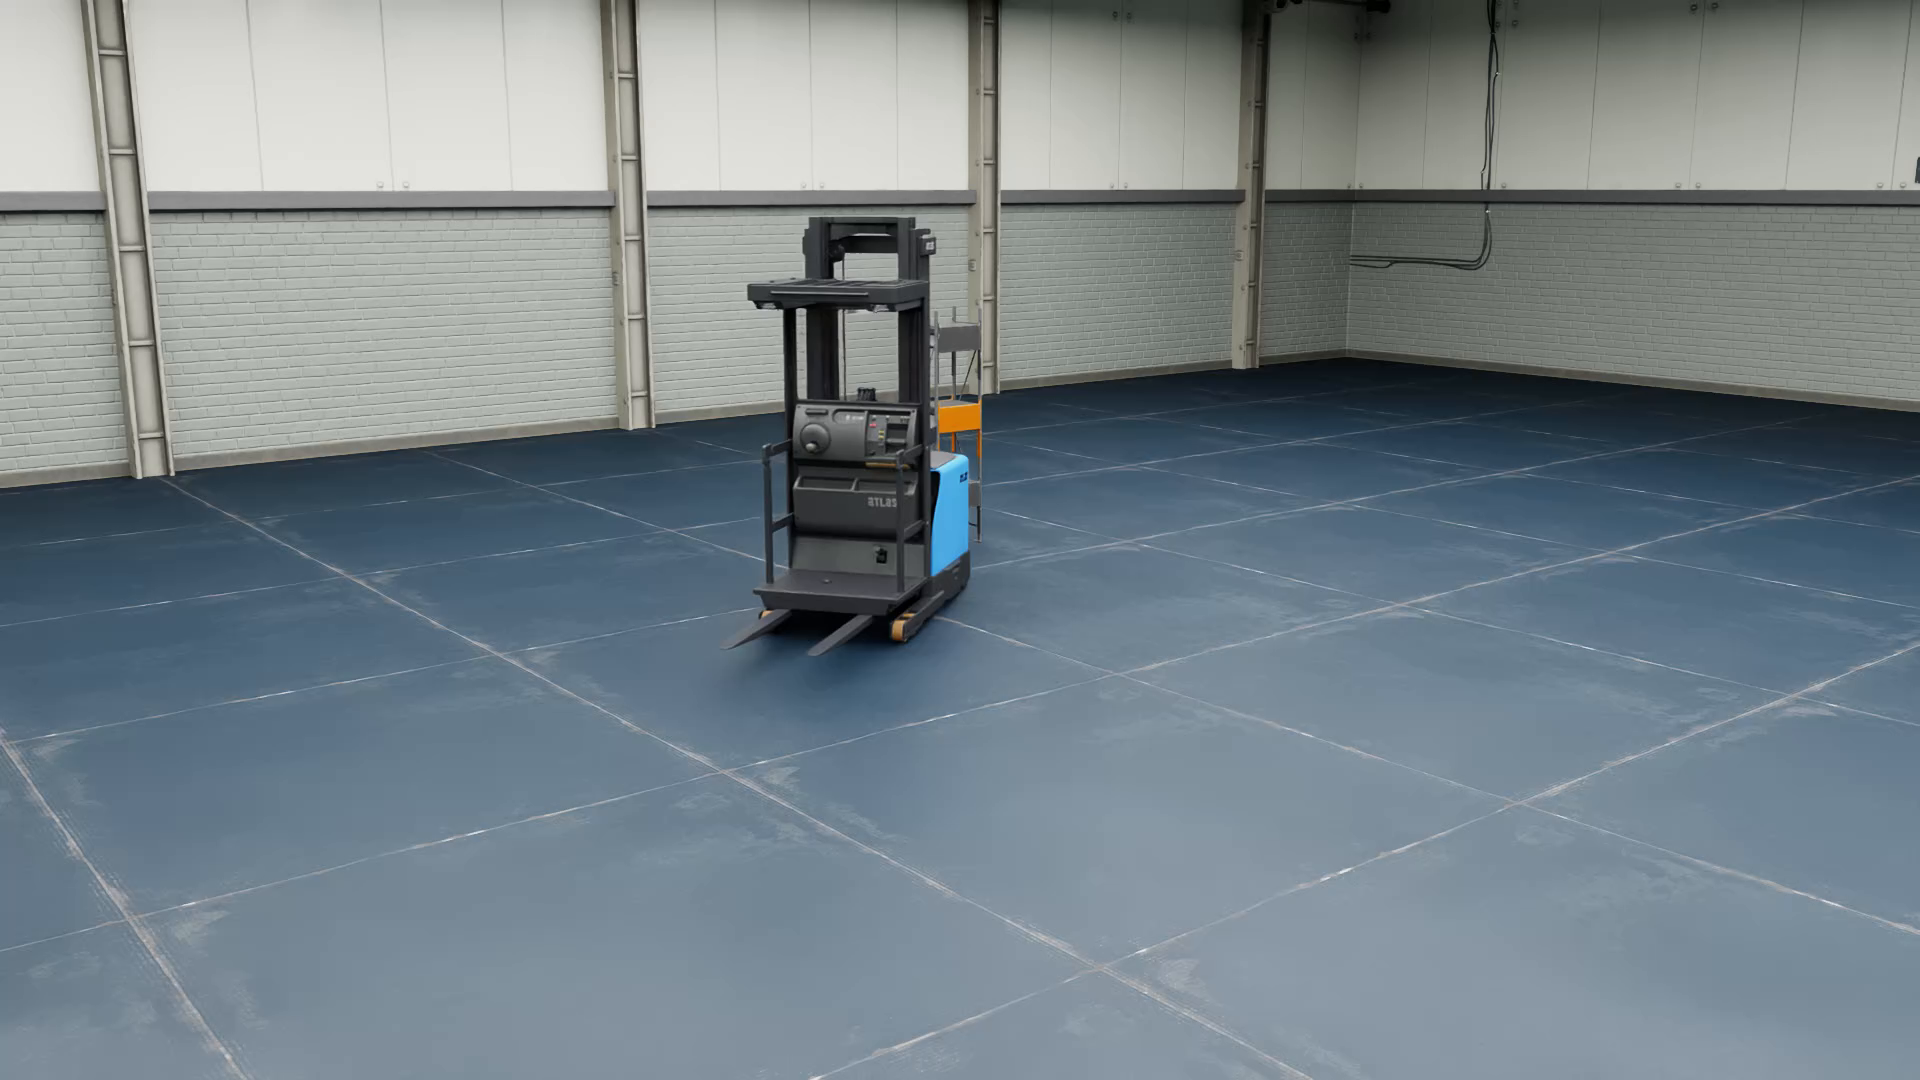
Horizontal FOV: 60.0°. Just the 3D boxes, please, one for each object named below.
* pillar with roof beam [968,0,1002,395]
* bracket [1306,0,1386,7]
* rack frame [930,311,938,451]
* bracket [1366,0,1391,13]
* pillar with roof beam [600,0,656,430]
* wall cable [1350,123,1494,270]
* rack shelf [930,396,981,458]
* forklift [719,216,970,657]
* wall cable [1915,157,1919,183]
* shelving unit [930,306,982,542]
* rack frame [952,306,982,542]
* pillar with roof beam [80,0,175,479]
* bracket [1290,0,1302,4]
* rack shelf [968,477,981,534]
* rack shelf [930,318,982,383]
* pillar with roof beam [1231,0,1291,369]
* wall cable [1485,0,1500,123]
[{"bbox_3d":[3.061,-5.984,21.645,0.400,9.000,9.100,-9,15,-38],"label":"pillar with roof beam"},{"bbox_3d":[6.992,-9.449,29.296,3.189,0.066,0.076,-9,15,-38],"label":"bracket"},{"bbox_3d":[-0.320,-0.974,14.660,0.015,2.100,0.400,-9,15,-38],"label":"rack frame"},{"bbox_3d":[7.453,-9.525,29.657,0.430,0.232,0.235,-9,15,-38],"label":"bracket"},{"bbox_3d":[-1.624,-5.206,17.979,0.400,9.000,9.100,-9,15,-38],"label":"pillar with roof beam"},{"bbox_3d":[8.183,-6.110,29.713,0.112,2.526,3.097,-9,15,-38],"label":"wall cable"},{"bbox_3d":[-0.129,-0.992,14.812,0.480,0.518,0.431,-9,15,-38],"label":"rack shelf"},{"bbox_3d":[-0.818,-0.799,11.835,1.130,2.935,3.031,3,12,16],"label":"forklift"},{"bbox_3d":[14.102,-7.750,21.776,0.169,6.003,2.305,-9,15,-38],"label":"wall cable"},{"bbox_3d":[-0.129,-1.006,14.810,0.503,2.100,0.431,-9,15,-38],"label":"shelving unit"},{"bbox_3d":[0.061,-1.037,14.959,0.015,2.100,0.400,-9,15,-38],"label":"rack frame"},{"bbox_3d":[-6.309,-4.427,14.312,0.400,9.000,9.100,-9,15,-38],"label":"pillar with roof beam"},{"bbox_3d":[5.603,-9.218,28.209,0.430,0.232,0.235,-9,15,-38],"label":"bracket"},{"bbox_3d":[-0.129,-0.308,14.958,0.480,0.518,0.431,-9,15,-38],"label":"rack shelf"},{"bbox_3d":[-0.129,-1.677,14.667,0.480,0.518,0.431,-9,15,-38],"label":"rack shelf"},{"bbox_3d":[7.746,-6.763,25.312,0.548,9.000,9.100,-9,15,-38],"label":"pillar with roof beam"},{"bbox_3d":[9.873,-8.141,27.122,0.112,2.526,3.097,-9,15,-38],"label":"wall cable"}]
